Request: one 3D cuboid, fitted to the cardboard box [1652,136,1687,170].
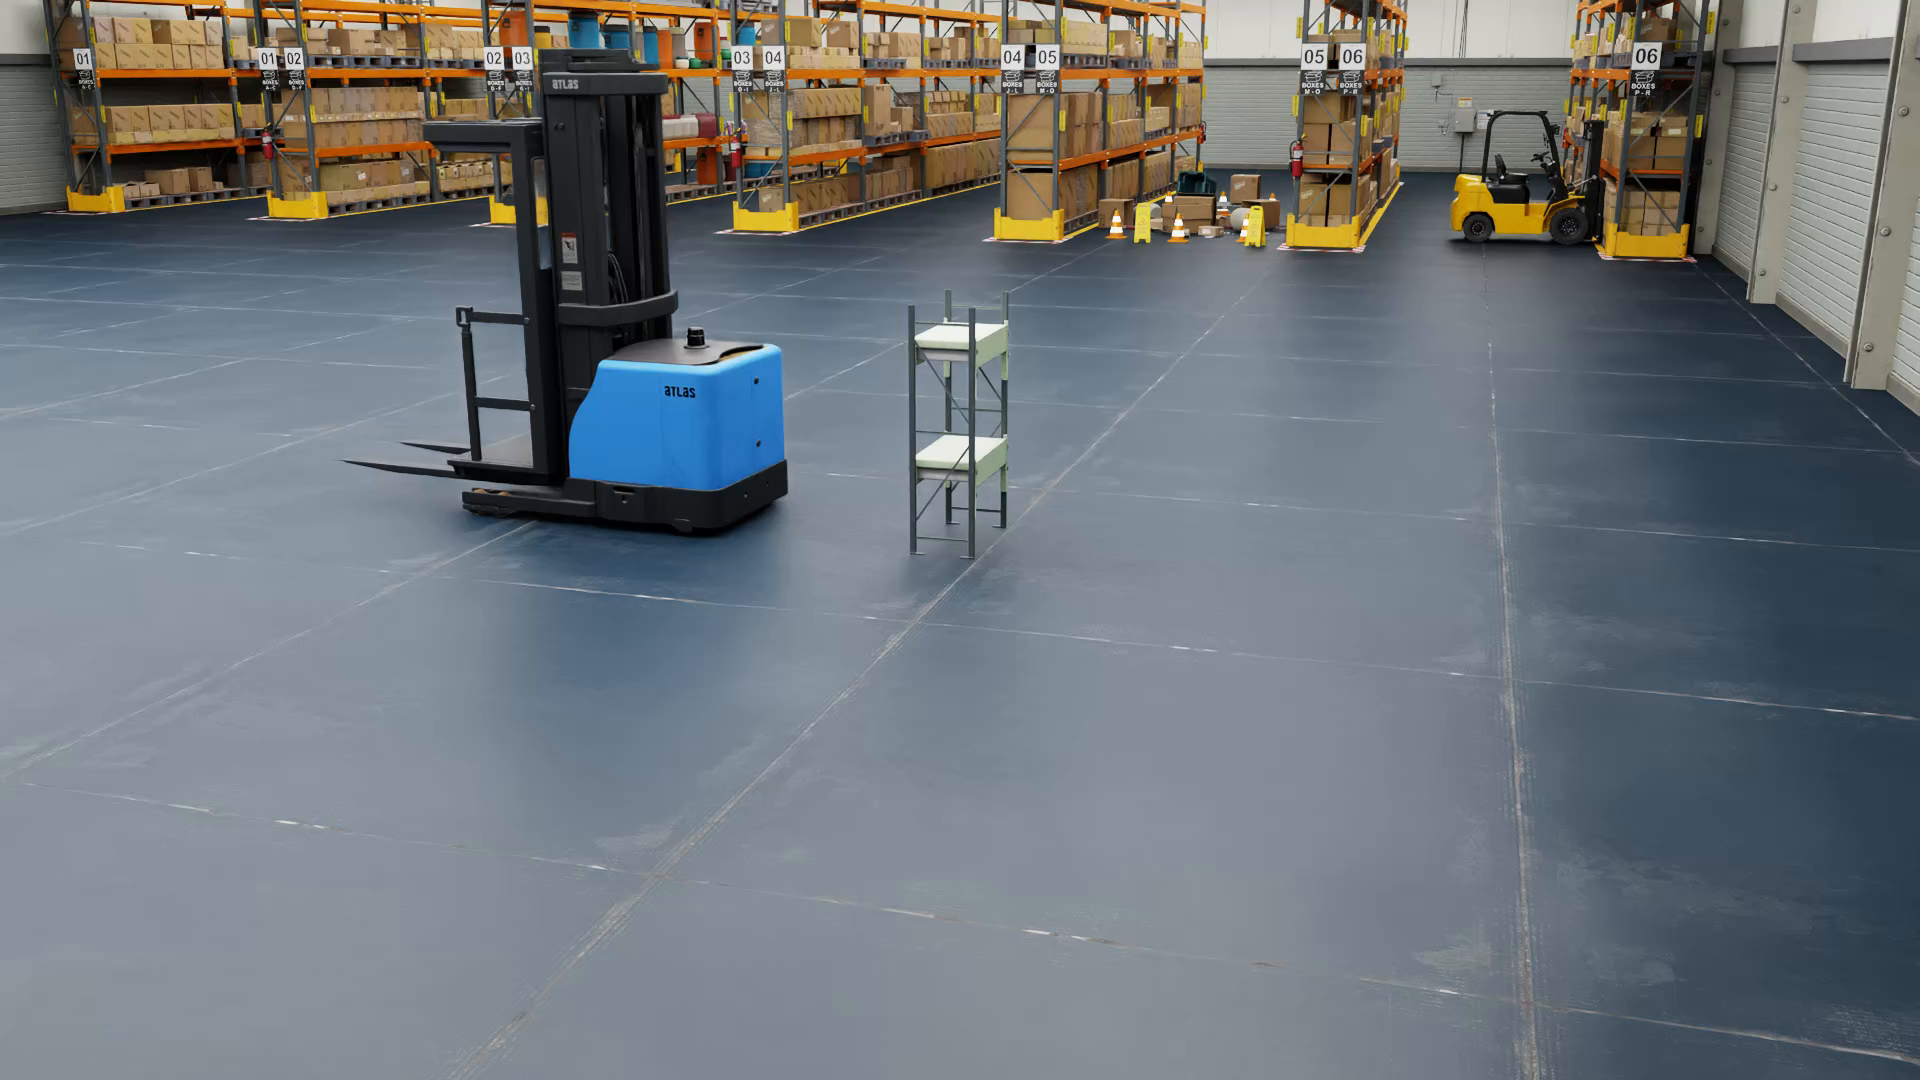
[{"bbox_3d":[11.132,-6.056,26.002,0.500,0.500,0.500,5,17,18],"label":"cardboard box"}]

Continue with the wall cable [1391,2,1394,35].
[{"bbox_3d":[11.858,-14.866,46.251,0.463,3.000,0.029,5,16,16],"label":"wall cable"}]

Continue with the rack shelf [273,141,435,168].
[{"bbox_3d":[-12.465,-7.999,34.352,1.077,0.370,4.000,5,16,16],"label":"rack shelf"}]

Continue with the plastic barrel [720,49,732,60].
[{"bbox_3d":[-5.491,-11.359,38.900,0.294,0.245,0.294,0,16,0],"label":"plastic barrel"}]

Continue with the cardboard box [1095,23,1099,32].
[{"bbox_3d":[2.313,-9.327,30.263,0.380,0.149,0.250,5,17,17],"label":"cardboard box"}]

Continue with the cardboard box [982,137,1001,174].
[{"bbox_3d":[0.646,-10.007,43.236,0.875,0.875,0.875,5,16,16],"label":"cardboard box"}]

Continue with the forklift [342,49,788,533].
[{"bbox_3d":[-2.727,-1.684,10.895,3.031,2.935,1.130,6,17,20],"label":"forklift"}]

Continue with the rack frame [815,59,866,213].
[{"bbox_3d":[-2.400,-8.099,33.387,1.000,3.000,0.127,5,16,16],"label":"rack frame"}]

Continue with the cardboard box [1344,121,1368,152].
[{"bbox_3d":[6.653,-6.847,28.244,0.500,0.500,0.500,4,16,15],"label":"cardboard box"}]

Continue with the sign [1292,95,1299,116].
[{"bbox_3d":[5.438,-7.042,26.957,0.100,0.325,0.005,5,16,16],"label":"sign"}]

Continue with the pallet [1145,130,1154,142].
[{"bbox_3d":[3.564,-8.837,36.340,1.213,0.211,1.003,5,16,16],"label":"pallet"}]

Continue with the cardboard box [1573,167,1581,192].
[{"bbox_3d":[13.782,-7.930,36.602,0.500,0.500,0.500,5,17,18],"label":"cardboard box"}]

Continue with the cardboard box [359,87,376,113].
[{"bbox_3d":[-12.445,-9.030,34.108,0.700,0.500,0.500,5,16,16],"label":"cardboard box"}]

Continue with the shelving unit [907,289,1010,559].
[{"bbox_3d":[-0.002,-0.720,10.119,0.431,1.500,0.755,5,16,16],"label":"shelving unit"}]

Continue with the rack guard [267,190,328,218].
[{"bbox_3d":[-13.040,-6.613,32.728,1.175,0.500,0.348,5,16,16],"label":"rack guard"}]

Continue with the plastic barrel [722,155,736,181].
[{"bbox_3d":[-5.568,-8.996,40.200,0.600,0.588,0.708,5,16,16],"label":"plastic barrel"}]

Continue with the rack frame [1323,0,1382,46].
[{"bbox_3d":[7.101,-10.217,29.859,1.000,3.000,0.127,5,16,16],"label":"rack frame"}]

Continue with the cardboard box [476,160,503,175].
[{"bbox_3d":[-10.961,-8.639,38.533,0.500,0.311,0.500,5,16,16],"label":"cardboard box"}]

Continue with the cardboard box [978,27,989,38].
[{"bbox_3d":[0.426,-12.813,41.999,0.500,0.250,0.500,4,16,14],"label":"cardboard box"}]

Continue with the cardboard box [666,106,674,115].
[{"bbox_3d":[-8.353,-11.918,46.666,0.500,0.500,0.500,5,17,18],"label":"cardboard box"}]

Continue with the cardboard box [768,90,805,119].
[{"bbox_3d":[-3.119,-7.848,29.939,0.500,0.500,0.500,5,16,16],"label":"cardboard box"}]

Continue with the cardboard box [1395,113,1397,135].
[{"bbox_3d":[10.054,-9.835,39.324,0.500,0.500,0.500,5,17,16],"label":"cardboard box"}]

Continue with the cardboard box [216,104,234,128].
[{"bbox_3d":[-16.485,-9.402,36.844,0.500,0.500,0.500,5,16,16],"label":"cardboard box"}]

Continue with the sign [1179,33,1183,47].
[{"bbox_3d":[5.133,-11.620,38.635,0.100,0.325,0.005,5,16,16],"label":"sign"}]

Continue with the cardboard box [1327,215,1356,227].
[{"bbox_3d":[6.459,-5.353,27.974,0.500,0.250,0.500,4,16,15],"label":"cardboard box"}]

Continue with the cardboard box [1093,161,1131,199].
[{"bbox_3d":[2.959,-7.473,34.532,1.050,0.750,0.750,5,17,17],"label":"cardboard box"}]

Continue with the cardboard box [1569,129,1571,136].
[{"bbox_3d":[14.501,-9.567,39.024,0.380,0.149,0.250,4,16,14],"label":"cardboard box"}]

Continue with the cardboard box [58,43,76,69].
[{"bbox_3d":[-17.908,-9.835,33.788,0.500,0.500,0.500,6,17,20],"label":"cardboard box"}]

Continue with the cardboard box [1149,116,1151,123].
[{"bbox_3d":[4.012,-9.277,36.685,0.380,0.149,0.250,5,17,16],"label":"cardboard box"}]

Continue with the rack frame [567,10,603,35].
[{"bbox_3d":[-9.623,-13.847,42.659,1.000,3.000,0.127,5,16,16],"label":"rack frame"}]

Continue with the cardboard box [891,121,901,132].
[{"bbox_3d":[-1.478,-8.826,35.425,0.396,0.266,0.258,4,16,14],"label":"cardboard box"}]

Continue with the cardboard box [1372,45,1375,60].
[{"bbox_3d":[6.803,-8.310,28.362,0.500,0.250,0.500,5,17,17],"label":"cardboard box"}]

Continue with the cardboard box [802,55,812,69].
[{"bbox_3d":[-3.011,-8.665,30.160,0.500,0.250,0.500,4,16,15],"label":"cardboard box"}]

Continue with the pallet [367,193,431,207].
[{"bbox_3d":[-12.163,-7.322,35.757,1.003,0.211,1.213,5,16,16],"label":"pallet"}]

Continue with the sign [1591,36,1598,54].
[{"bbox_3d":[12.478,-9.728,32.684,0.100,0.325,0.005,5,16,16],"label":"sign"}]

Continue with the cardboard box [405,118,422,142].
[{"bbox_3d":[-12.017,-8.800,35.674,0.700,0.500,0.500,4,16,14],"label":"cardboard box"}]

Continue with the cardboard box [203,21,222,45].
[{"bbox_3d":[-16.530,-11.081,36.351,0.500,0.500,0.500,3,16,11],"label":"cardboard box"}]

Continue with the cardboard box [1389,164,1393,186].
[{"bbox_3d":[9.656,-8.549,38.899,0.875,0.438,0.875,4,16,15],"label":"cardboard box"}]

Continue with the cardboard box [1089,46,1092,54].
[{"bbox_3d":[2.169,-8.807,29.893,0.380,0.149,0.250,4,16,15],"label":"cardboard box"}]

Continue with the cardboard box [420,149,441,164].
[{"bbox_3d":[-14.434,-10.332,44.430,0.750,0.750,0.750,5,17,17],"label":"cardboard box"}]

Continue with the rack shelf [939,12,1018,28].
[{"bbox_3d":[0.442,-13.063,41.945,1.077,0.370,4.000,5,16,16],"label":"rack shelf"}]

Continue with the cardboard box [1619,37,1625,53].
[{"bbox_3d":[11.148,-8.211,27.576,0.396,0.266,0.258,4,16,15],"label":"cardboard box"}]

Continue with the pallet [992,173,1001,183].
[{"bbox_3d":[0.509,-9.364,42.955,1.003,0.211,1.213,5,16,16],"label":"pallet"}]

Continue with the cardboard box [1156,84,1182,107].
[{"bbox_3d":[4.962,-10.552,39.476,0.500,0.500,0.500,5,17,17],"label":"cardboard box"}]

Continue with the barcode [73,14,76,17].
[{"bbox_3d":[-18.062,-10.690,33.910,0.001,0.075,0.075,5,16,16],"label":"barcode"}]

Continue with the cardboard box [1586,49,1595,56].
[{"bbox_3d":[13.256,-10.161,34.665,0.380,0.149,0.250,5,17,17],"label":"cardboard box"}]

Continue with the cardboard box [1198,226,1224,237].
[{"bbox_3d":[4.400,-5.412,29.137,0.250,0.149,0.380,-15,21,-41],"label":"cardboard box"}]

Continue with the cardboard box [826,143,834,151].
[{"bbox_3d":[-2.620,-7.508,31.763,0.380,0.149,0.250,5,16,16],"label":"cardboard box"}]

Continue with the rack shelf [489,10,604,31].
[{"bbox_3d":[-10.192,-12.786,40.967,1.077,0.370,4.000,5,16,16],"label":"rack shelf"}]

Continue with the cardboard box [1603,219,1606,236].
[{"bbox_3d":[10.706,-5.056,26.928,0.500,0.250,0.500,5,16,16],"label":"cardboard box"}]
